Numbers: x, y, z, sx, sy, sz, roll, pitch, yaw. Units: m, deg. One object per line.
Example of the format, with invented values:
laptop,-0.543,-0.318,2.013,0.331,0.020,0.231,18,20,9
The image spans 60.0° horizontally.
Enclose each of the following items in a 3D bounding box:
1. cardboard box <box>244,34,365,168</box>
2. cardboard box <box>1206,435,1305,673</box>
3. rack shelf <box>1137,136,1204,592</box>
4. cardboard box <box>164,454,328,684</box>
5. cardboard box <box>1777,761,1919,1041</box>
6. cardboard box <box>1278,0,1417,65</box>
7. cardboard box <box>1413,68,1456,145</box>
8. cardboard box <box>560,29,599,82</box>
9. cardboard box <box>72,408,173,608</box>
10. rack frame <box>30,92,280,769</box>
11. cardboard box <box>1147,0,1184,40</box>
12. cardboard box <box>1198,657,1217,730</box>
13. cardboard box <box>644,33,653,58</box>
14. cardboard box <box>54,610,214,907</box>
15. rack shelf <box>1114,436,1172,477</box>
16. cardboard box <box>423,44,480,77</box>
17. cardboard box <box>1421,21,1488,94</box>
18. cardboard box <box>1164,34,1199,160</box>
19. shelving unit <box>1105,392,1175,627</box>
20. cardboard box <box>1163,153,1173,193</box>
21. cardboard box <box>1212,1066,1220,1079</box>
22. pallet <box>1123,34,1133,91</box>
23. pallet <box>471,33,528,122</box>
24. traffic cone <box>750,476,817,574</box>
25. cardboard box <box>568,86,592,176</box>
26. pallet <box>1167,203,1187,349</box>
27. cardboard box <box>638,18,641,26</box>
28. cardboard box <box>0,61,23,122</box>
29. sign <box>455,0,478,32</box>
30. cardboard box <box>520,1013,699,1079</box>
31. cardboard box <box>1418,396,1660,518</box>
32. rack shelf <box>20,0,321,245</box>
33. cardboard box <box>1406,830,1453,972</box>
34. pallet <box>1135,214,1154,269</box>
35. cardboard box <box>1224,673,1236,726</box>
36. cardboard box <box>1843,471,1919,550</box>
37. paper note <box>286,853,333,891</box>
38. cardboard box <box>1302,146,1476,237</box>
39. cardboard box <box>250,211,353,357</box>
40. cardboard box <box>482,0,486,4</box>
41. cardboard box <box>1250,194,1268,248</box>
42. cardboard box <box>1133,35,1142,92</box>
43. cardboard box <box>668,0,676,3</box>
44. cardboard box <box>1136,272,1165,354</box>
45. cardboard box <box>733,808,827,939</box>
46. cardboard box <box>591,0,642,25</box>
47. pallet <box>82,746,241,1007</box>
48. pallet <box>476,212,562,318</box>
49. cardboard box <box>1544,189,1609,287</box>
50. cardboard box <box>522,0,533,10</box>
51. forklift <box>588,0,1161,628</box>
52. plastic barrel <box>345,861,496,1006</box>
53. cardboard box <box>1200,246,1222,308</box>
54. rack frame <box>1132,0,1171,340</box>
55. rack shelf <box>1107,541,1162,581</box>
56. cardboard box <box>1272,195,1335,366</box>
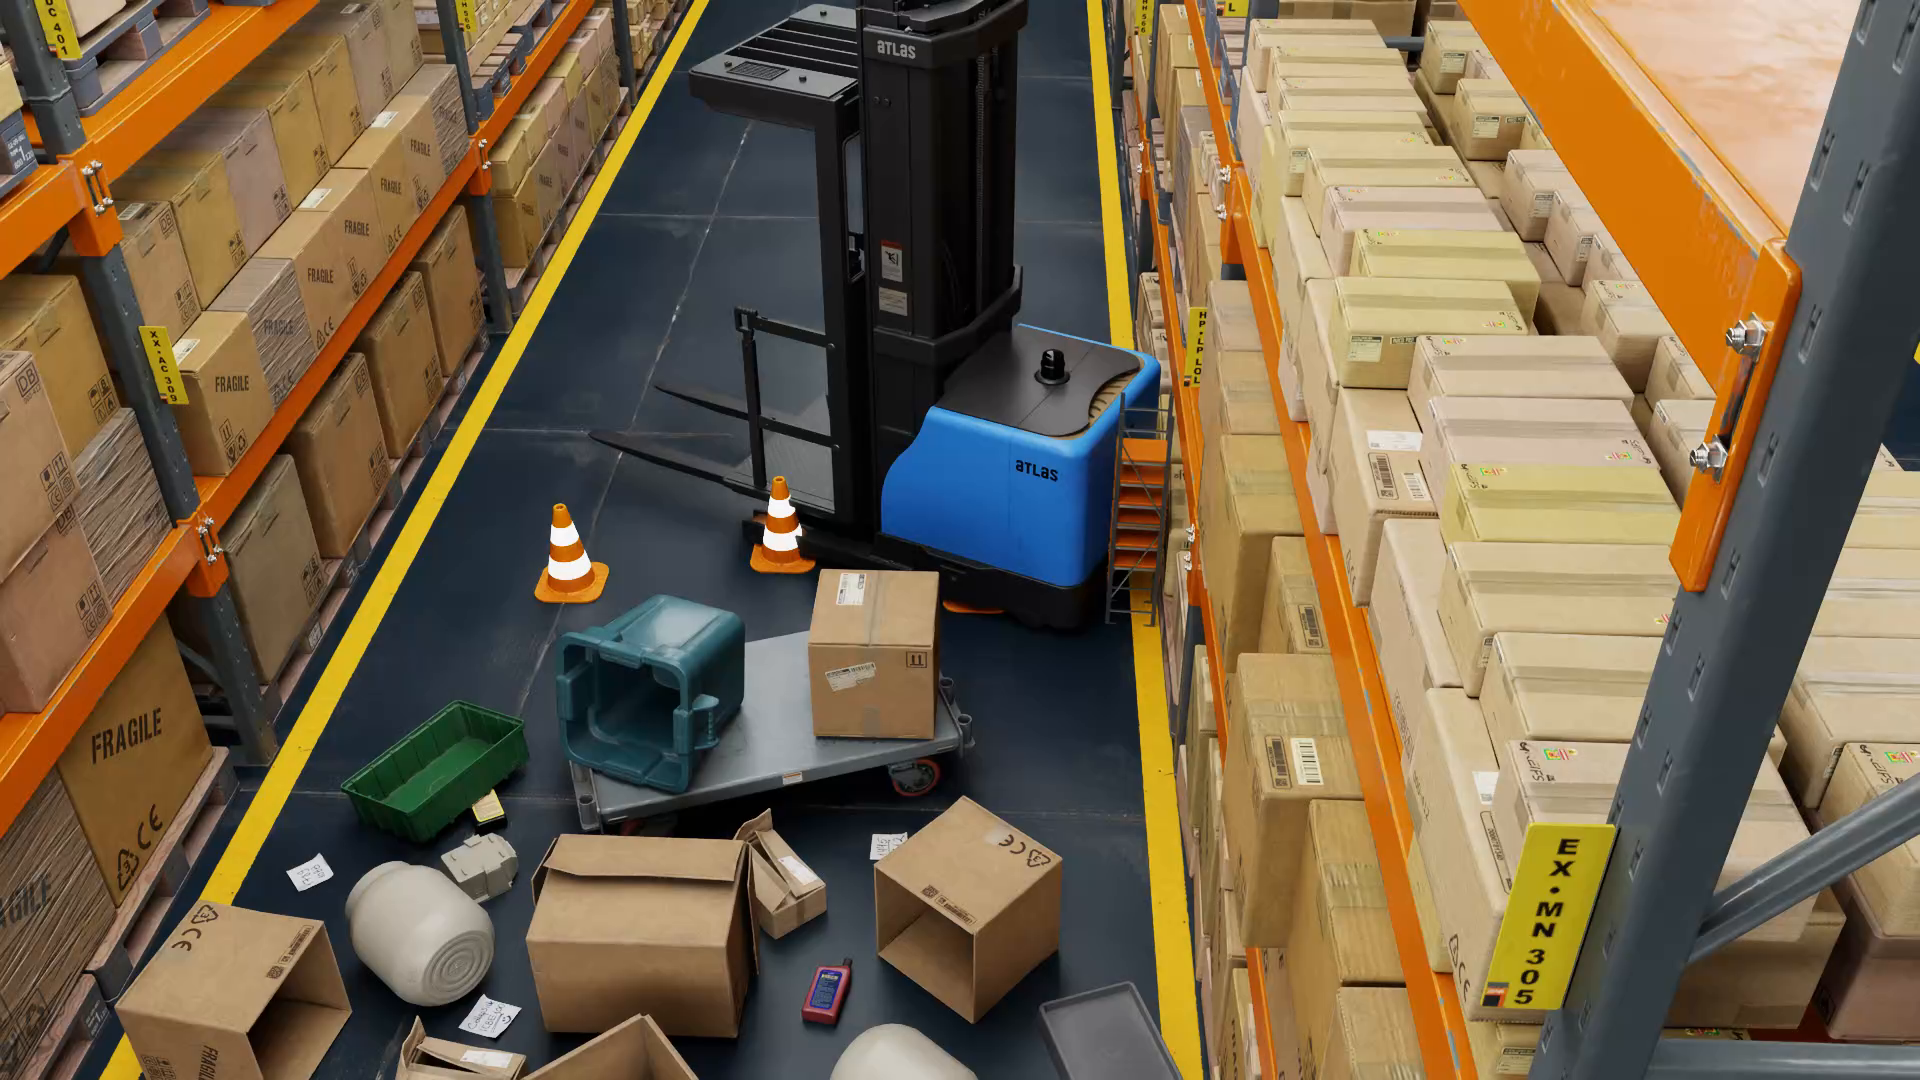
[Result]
cardboard box,-3.421,-2.178,8.230,0.700,0.500,0.500,1,35,1
cardboard box,1.110,0.040,4.815,0.700,0.500,0.500,1,35,1
rack shelf,1.514,-1.072,8.238,1.077,0.370,4.000,1,35,2
cardboard box,-3.582,0.116,7.513,1.050,0.750,0.750,1,35,2
cardboard box,1.559,0.511,2.623,0.500,0.250,0.500,1,35,1
cardboard box,1.312,-1.894,5.938,0.500,0.250,0.500,1,35,1
cardboard box,1.685,-1.244,5.120,0.500,0.250,0.500,1,35,1
cardboard box,-3.007,-3.597,12.361,0.500,0.250,0.500,3,35,4
cardboard box,-3.519,-0.123,6.131,0.875,0.550,0.550,1,35,2
rack frame,-3.517,-0.273,6.476,1.000,3.000,0.127,1,35,2
cardboard box,1.354,-3.268,9.781,0.500,0.500,0.500,0,35,1
cardboard box,1.075,0.567,6.090,0.380,0.149,0.250,2,35,3
cardboard box,-2.849,-4.230,14.220,0.380,0.149,0.250,2,35,3
cardboard box,-3.612,0.784,6.454,0.875,0.875,0.875,2,35,3
rack shelf,0.840,-0.379,7.631,0.258,0.103,0.180,3,36,4
cardboard box,-3.136,-2.893,10.057,0.380,0.149,0.250,1,35,1
cardboard box,1.639,-1.481,5.110,0.380,0.149,0.250,2,35,3
cardboard box,1.331,-2.297,8.644,0.500,0.500,0.500,3,35,4
shelving unit,0.838,-0.124,7.817,0.258,1.200,0.189,3,36,4
cardboard box,1.262,-1.927,8.681,0.380,0.149,0.250,2,35,2
cardboard box,1.081,1.965,5.317,0.500,0.250,0.500,0,35,0
pallet,1.864,-4.108,14.357,1.003,0.211,1.213,1,35,2
pallet,-3.434,-2.905,10.387,1.213,0.211,1.003,1,35,2
traffic cone,-0.903,-0.114,8.455,0.336,0.463,0.334,1,35,2
cardboard box,-3.019,-2.998,12.162,0.500,0.500,0.500,1,35,1
pallet,1.556,-1.299,8.102,1.003,0.211,1.213,1,35,2
cardboard box,-2.967,-4.486,14.325,0.380,0.149,0.250,1,35,2
cardboard box,-3.212,-1.394,5.228,0.380,0.149,0.250,1,35,2
sign,-2.801,-3.034,9.398,0.100,0.325,0.005,1,35,2
cardboard box,-1.186,2.035,5.363,0.797,0.503,0.637,-24,42,-30
cardboard box,1.111,-0.150,3.217,0.380,0.149,0.250,1,35,2
rack shelf,-3.436,-2.355,7.455,1.077,0.370,4.000,1,35,2
cardboard box,0.985,0.601,2.841,0.380,0.149,0.250,2,35,2
pallet,1.701,-1.826,11.110,1.003,0.211,1.213,1,35,2
cardboard box,1.107,0.444,5.110,0.500,0.500,0.500,1,35,1
cardboard box,1.641,0.001,3.002,0.380,0.149,0.250,1,35,2
paper note,-2.639,1.348,6.750,0.147,0.020,0.142,-24,42,-30
cardboard box,1.097,-0.899,4.282,0.380,0.149,0.250,0,35,0
cardboard box,-3.184,-1.188,7.690,0.500,0.500,0.500,1,35,2
cardboard box,-3.121,-3.440,10.318,0.380,0.149,0.250,1,35,2
cardboard box,1.107,-1.019,5.147,0.380,0.149,0.250,1,35,2
cardboard box,1.360,-3.044,10.549,0.500,0.250,0.500,2,35,3
cardboard box,-2.829,-5.119,15.485,0.380,0.149,0.250,2,35,3
cardboard box,1.561,-1.288,9.839,0.950,0.372,0.625,-1,35,-1
cardboard box,-0.744,1.320,6.587,0.258,0.266,0.396,-24,42,-30
cardboard box,-2.904,-4.469,14.042,0.380,0.149,0.250,3,35,4
pallet,-3.625,1.303,6.659,1.003,0.211,1.213,1,35,2
pallet,-3.323,-1.880,11.187,1.003,0.211,1.213,1,35,2
cardboard box,1.654,-0.734,4.047,0.380,0.149,0.250,2,35,2
cardboard box,-3.085,-3.655,11.141,0.380,0.149,0.250,2,35,3
forklift,-0.552,-1.365,8.089,3.031,2.935,1.130,17,38,22
plastic barrel,-2.029,1.468,6.239,0.512,0.421,0.421,28,44,33
cardboard box,1.223,-0.822,6.546,0.500,0.500,0.500,1,35,1
rack frame,1.594,-2.515,9.666,1.000,3.000,0.127,1,35,2
rack shelf,0.837,0.105,7.985,0.258,0.103,0.180,3,36,4
cardboard box,1.098,-0.674,4.309,0.500,0.250,0.500,2,35,2
